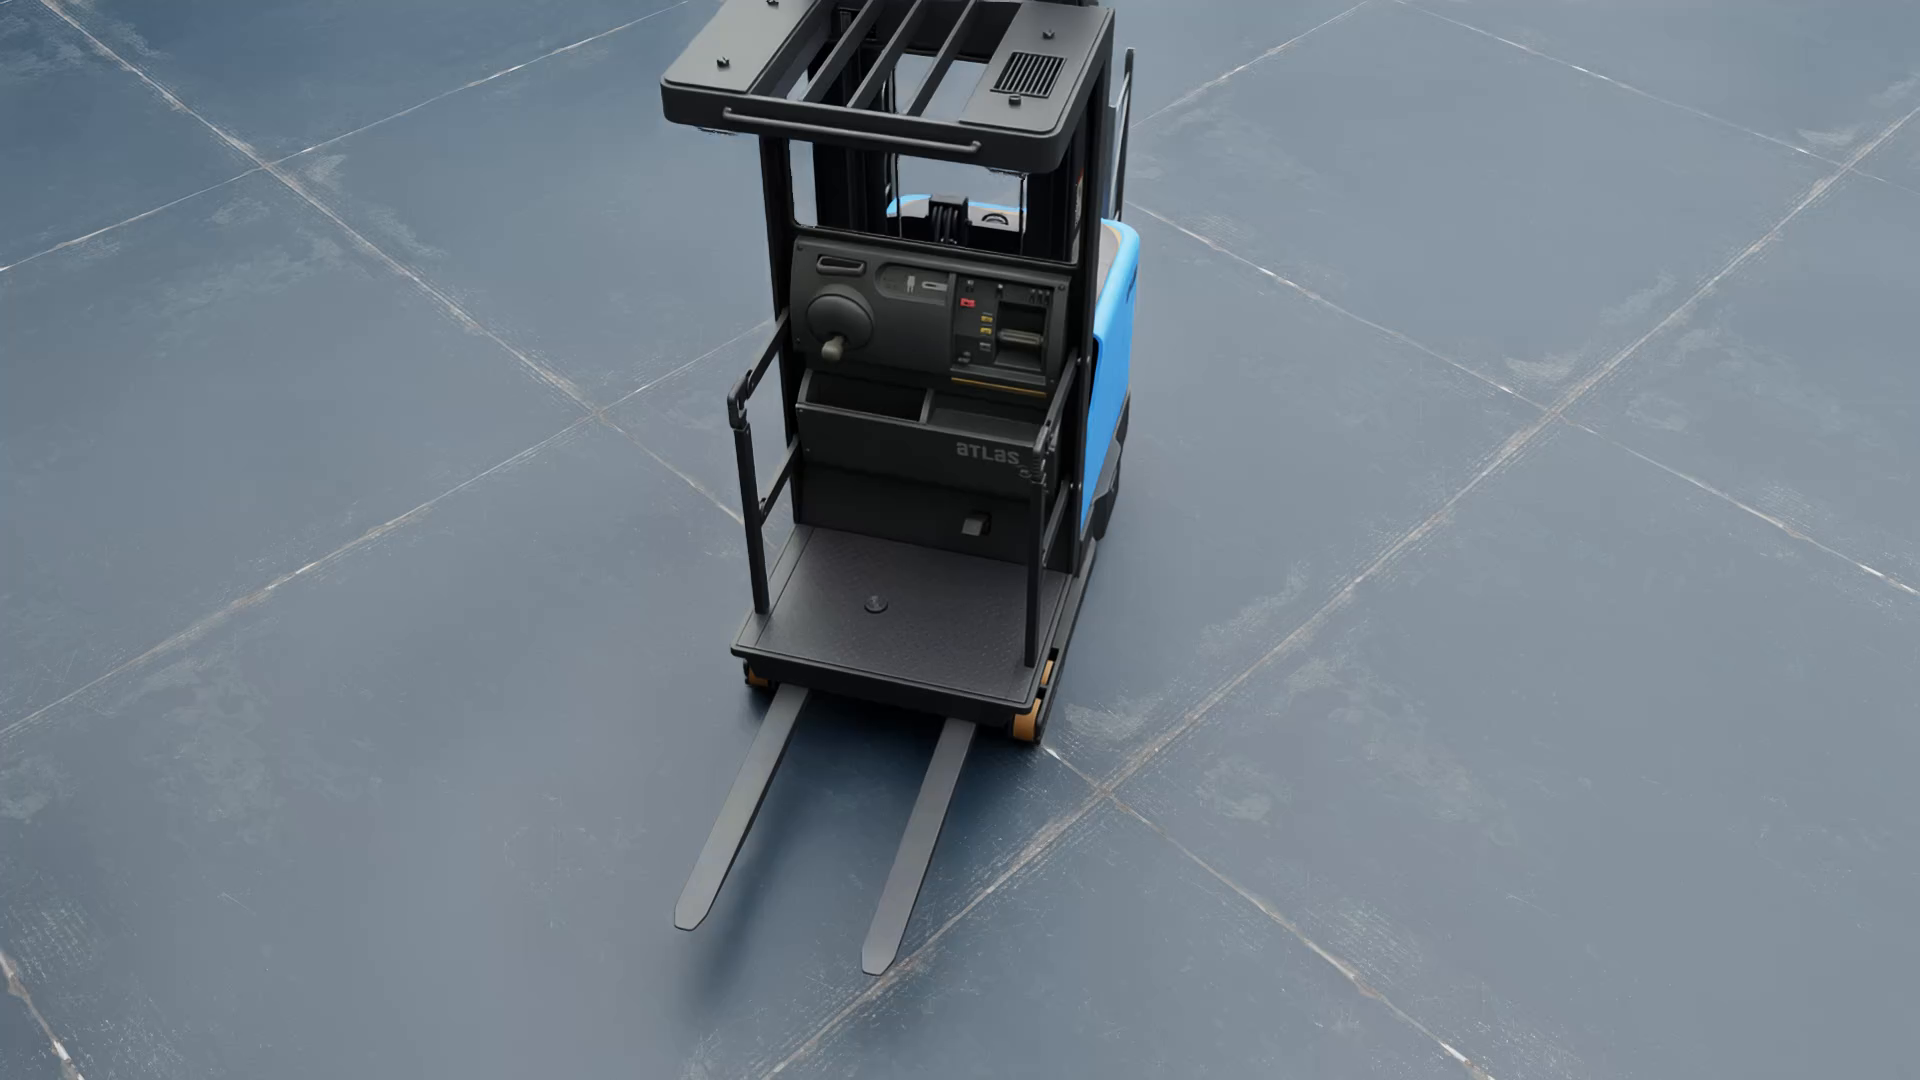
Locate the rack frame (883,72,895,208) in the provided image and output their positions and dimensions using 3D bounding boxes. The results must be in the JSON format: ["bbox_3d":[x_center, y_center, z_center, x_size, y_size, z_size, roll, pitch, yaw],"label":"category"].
[{"bbox_3d":[-0.359,-1.415,7.176,0.032,1.500,0.500,9,43,9],"label":"rack frame"}]

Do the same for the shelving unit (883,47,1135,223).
[{"bbox_3d":[0.146,-1.337,7.092,1.083,1.500,0.587,9,43,9],"label":"shelving unit"}]

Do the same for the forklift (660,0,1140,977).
[{"bbox_3d":[-0.162,-0.651,5.295,1.130,2.935,3.031,10,44,11],"label":"forklift"}]

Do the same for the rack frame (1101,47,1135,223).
[{"bbox_3d":[0.632,-1.261,7.010,0.032,1.500,0.500,9,43,9],"label":"rack frame"}]
